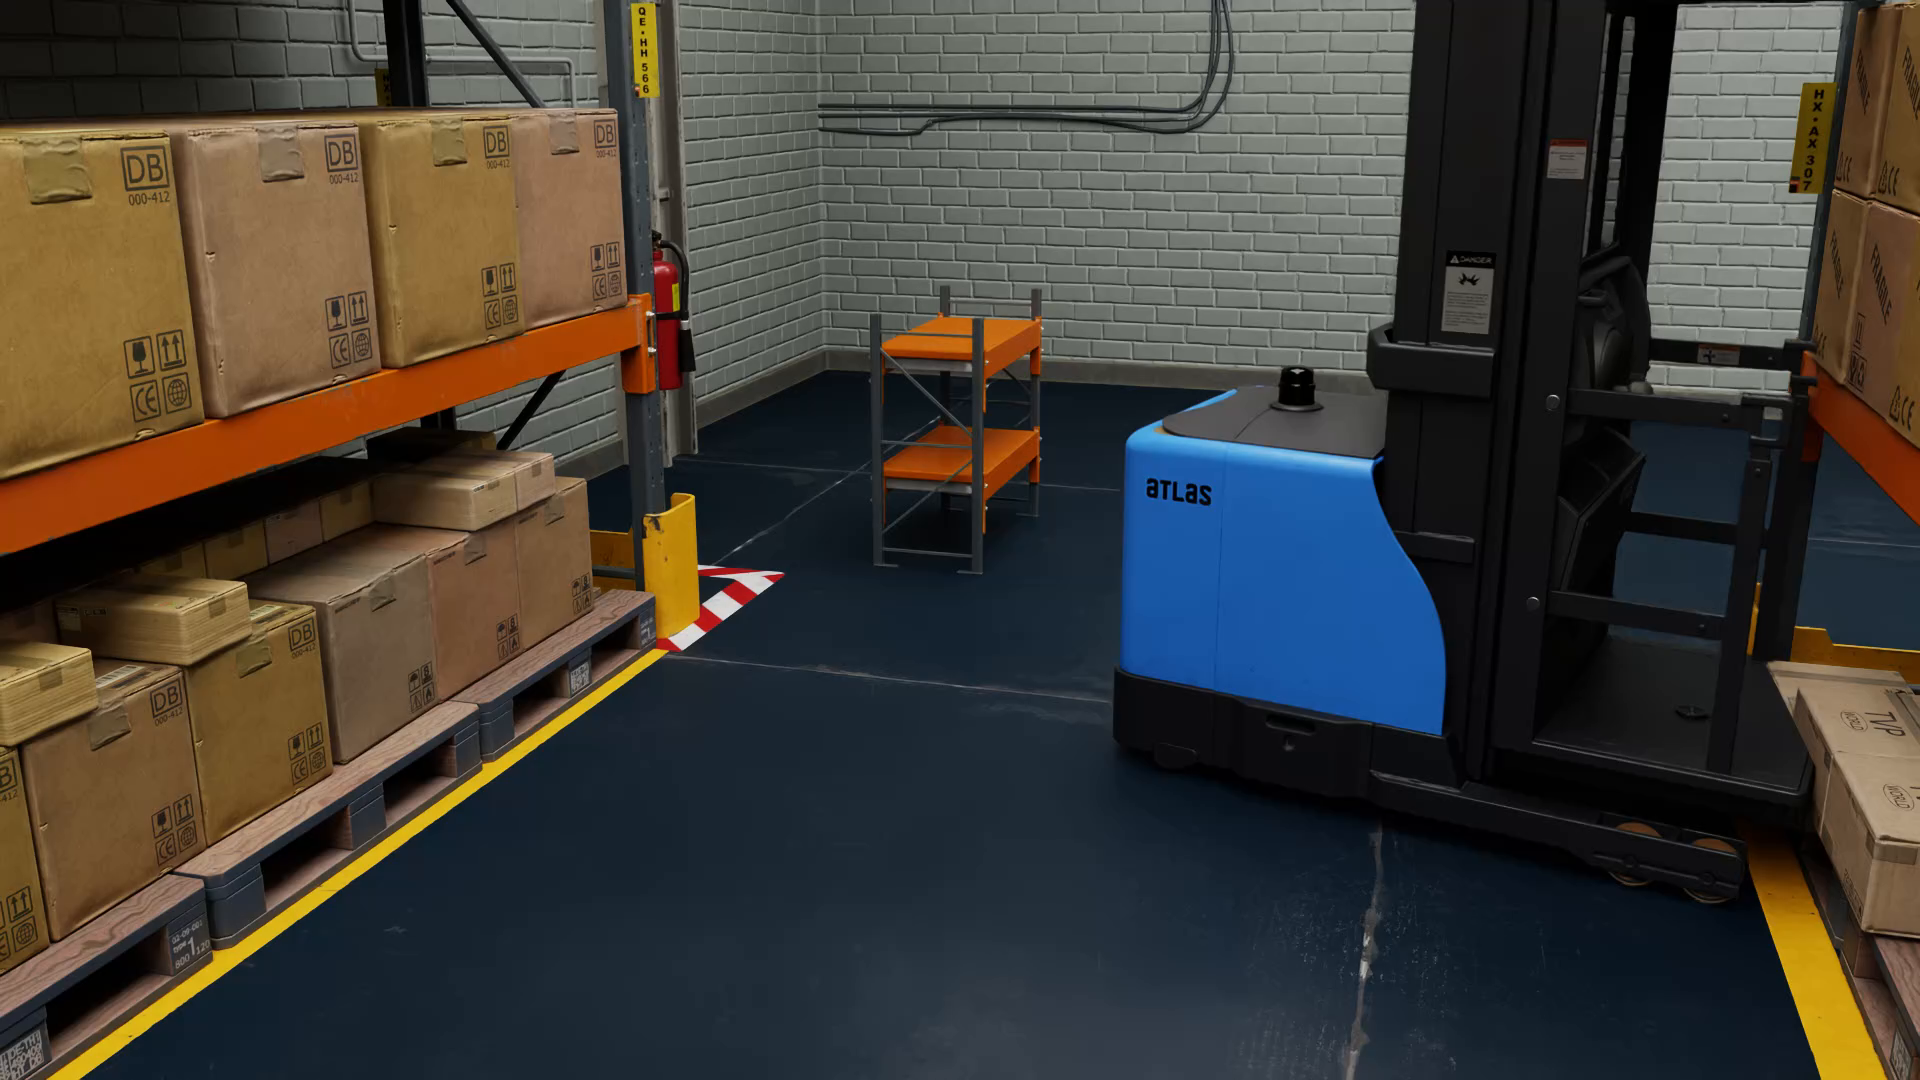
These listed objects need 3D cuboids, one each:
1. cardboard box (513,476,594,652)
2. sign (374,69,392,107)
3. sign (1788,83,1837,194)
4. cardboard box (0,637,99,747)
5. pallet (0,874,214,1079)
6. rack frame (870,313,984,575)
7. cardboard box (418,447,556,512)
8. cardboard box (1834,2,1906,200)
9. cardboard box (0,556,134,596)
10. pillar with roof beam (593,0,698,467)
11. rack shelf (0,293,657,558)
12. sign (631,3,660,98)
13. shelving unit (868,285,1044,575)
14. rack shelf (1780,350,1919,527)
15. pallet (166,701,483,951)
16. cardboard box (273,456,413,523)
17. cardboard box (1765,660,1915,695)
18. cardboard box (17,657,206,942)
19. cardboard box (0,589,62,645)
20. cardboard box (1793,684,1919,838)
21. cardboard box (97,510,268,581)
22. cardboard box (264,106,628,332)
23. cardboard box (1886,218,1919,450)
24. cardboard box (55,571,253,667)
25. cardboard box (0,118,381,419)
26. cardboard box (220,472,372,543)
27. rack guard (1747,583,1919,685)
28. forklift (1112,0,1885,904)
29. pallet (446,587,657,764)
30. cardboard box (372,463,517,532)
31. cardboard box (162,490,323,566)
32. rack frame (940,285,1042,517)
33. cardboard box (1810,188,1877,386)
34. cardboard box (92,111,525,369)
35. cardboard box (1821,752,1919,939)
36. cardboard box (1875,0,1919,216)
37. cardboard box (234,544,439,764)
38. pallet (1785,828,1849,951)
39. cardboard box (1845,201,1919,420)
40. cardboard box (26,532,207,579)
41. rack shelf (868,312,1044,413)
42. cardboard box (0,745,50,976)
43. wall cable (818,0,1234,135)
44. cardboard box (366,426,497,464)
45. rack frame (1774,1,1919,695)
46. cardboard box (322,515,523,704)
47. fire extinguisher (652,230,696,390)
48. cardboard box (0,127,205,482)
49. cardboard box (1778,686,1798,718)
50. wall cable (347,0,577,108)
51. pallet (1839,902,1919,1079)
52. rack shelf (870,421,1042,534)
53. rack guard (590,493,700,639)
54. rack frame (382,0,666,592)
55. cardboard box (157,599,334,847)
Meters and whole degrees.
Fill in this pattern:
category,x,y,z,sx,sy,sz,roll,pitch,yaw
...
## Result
category,x,y,z,sx,sy,sz,roll,pitch,yaw
cardboard box,-1.756,0.055,5.951,0.700,0.500,0.500,5,16,16
sign,-2.183,-1.636,6.369,0.100,0.325,0.005,5,16,16
sign,2.577,-1.212,5.019,0.100,0.325,0.005,5,16,16
cardboard box,-2.206,0.335,3.774,0.380,0.149,0.250,5,17,18
pallet,-2.498,1.058,3.711,1.003,0.211,1.213,5,16,16
rack frame,-0.143,-0.410,7.213,0.500,1.125,0.032,5,16,16
cardboard box,-1.618,-0.210,5.694,0.380,0.149,0.250,4,16,15
cardboard box,2.719,-1.187,4.502,0.500,0.500,0.500,5,17,18
cardboard box,-2.416,0.160,4.391,0.380,0.149,0.250,5,17,16
pillar with roof beam,2.413,-4.463,7.072,9.100,9.000,0.400,5,16,16
rack shelf,-2.221,-0.267,4.594,1.077,0.370,4.000,5,16,16
sign,-1.137,-1.762,5.989,0.100,0.325,0.005,5,16,16
shelving unit,0.002,-0.543,7.682,0.538,1.125,1.048,5,16,16
rack shelf,2.529,0.116,3.243,1.077,0.370,4.000,5,16,16
pallet,-2.154,0.738,4.840,1.003,0.211,1.213,5,16,16
cardboard box,-2.055,-0.173,5.565,0.380,0.149,0.250,5,16,16
cardboard box,2.649,0.489,5.026,0.380,0.149,0.250,5,16,16
cardboard box,-2.333,0.591,4.059,0.700,0.500,0.500,4,16,15
cardboard box,-2.488,0.226,4.158,0.380,0.149,0.250,4,16,14
cardboard box,2.529,0.609,4.419,0.500,0.250,0.500,5,16,16
cardboard box,-2.271,0.026,4.863,0.380,0.149,0.250,5,17,16
cardboard box,-1.788,-1.147,5.826,0.980,0.700,0.700,5,17,18
cardboard box,2.432,-0.440,3.699,0.500,0.500,0.500,5,16,16
cardboard box,-2.058,0.198,4.255,0.380,0.149,0.250,4,16,14
cardboard box,-2.210,-0.757,4.451,0.980,0.700,0.700,4,16,13
cardboard box,-2.127,-0.108,5.334,0.380,0.149,0.250,5,17,16
rack guard,3.076,0.469,5.260,1.175,0.500,0.348,5,16,16
forklift,2.018,-0.609,4.605,3.031,2.935,1.130,9,18,30
pallet,-1.805,0.420,5.962,1.003,0.211,1.213,5,16,16
cardboard box,-1.690,-0.143,5.458,0.380,0.149,0.250,5,17,17
cardboard box,-2.198,-0.041,5.099,0.380,0.149,0.250,5,17,17
rack frame,0.146,-0.676,8.151,0.500,1.125,0.032,5,16,16
cardboard box,2.719,-0.706,4.638,0.500,0.500,0.500,5,17,17
cardboard box,-1.984,-0.956,5.152,0.980,0.700,0.700,4,16,15
cardboard box,2.387,0.739,3.958,0.500,0.250,0.500,5,16,16
cardboard box,2.577,-1.050,4.018,0.500,0.500,0.500,5,17,16
cardboard box,-2.040,0.317,5.025,0.700,0.500,0.500,4,16,14
pallet,2.850,0.817,4.564,1.003,0.211,1.213,5,16,16
cardboard box,2.577,-0.571,4.161,0.500,0.500,0.500,4,16,15
cardboard box,-2.343,0.092,4.629,0.380,0.149,0.250,4,16,15
rack shelf,0.002,-0.825,7.602,0.538,0.278,1.000,5,16,16
cardboard box,-2.479,0.723,3.596,0.700,0.500,0.500,5,17,17
wall cable,0.297,-3.981,11.065,3.097,2.526,0.112,5,16,16
cardboard box,-1.912,-0.306,6.032,0.380,0.149,0.250,5,17,16
rack frame,3.098,-0.754,4.989,1.000,3.000,0.127,5,16,16
cardboard box,-1.898,0.186,5.489,0.700,0.500,0.500,5,16,16
fire extinguisher,-1.168,-0.924,6.415,0.296,0.674,0.183,5,16,16
cardboard box,-2.407,-0.566,3.777,0.980,0.700,0.700,4,16,14
cardboard box,2.578,0.546,4.793,0.380,0.166,0.250,5,16,16
wall cable,-2.196,-2.034,7.641,0.084,1.984,1.851,5,16,16
pallet,2.502,1.135,3.442,1.003,0.211,1.213,5,16,16
rack shelf,0.002,-0.308,7.749,0.538,0.278,1.000,5,16,16
rack guard,-1.646,0.059,6.703,1.175,0.500,0.348,5,16,16
rack frame,-1.653,-1.137,6.340,1.000,3.000,0.127,5,16,16
cardboard box,-2.185,0.457,4.532,0.700,0.500,0.500,5,17,17
